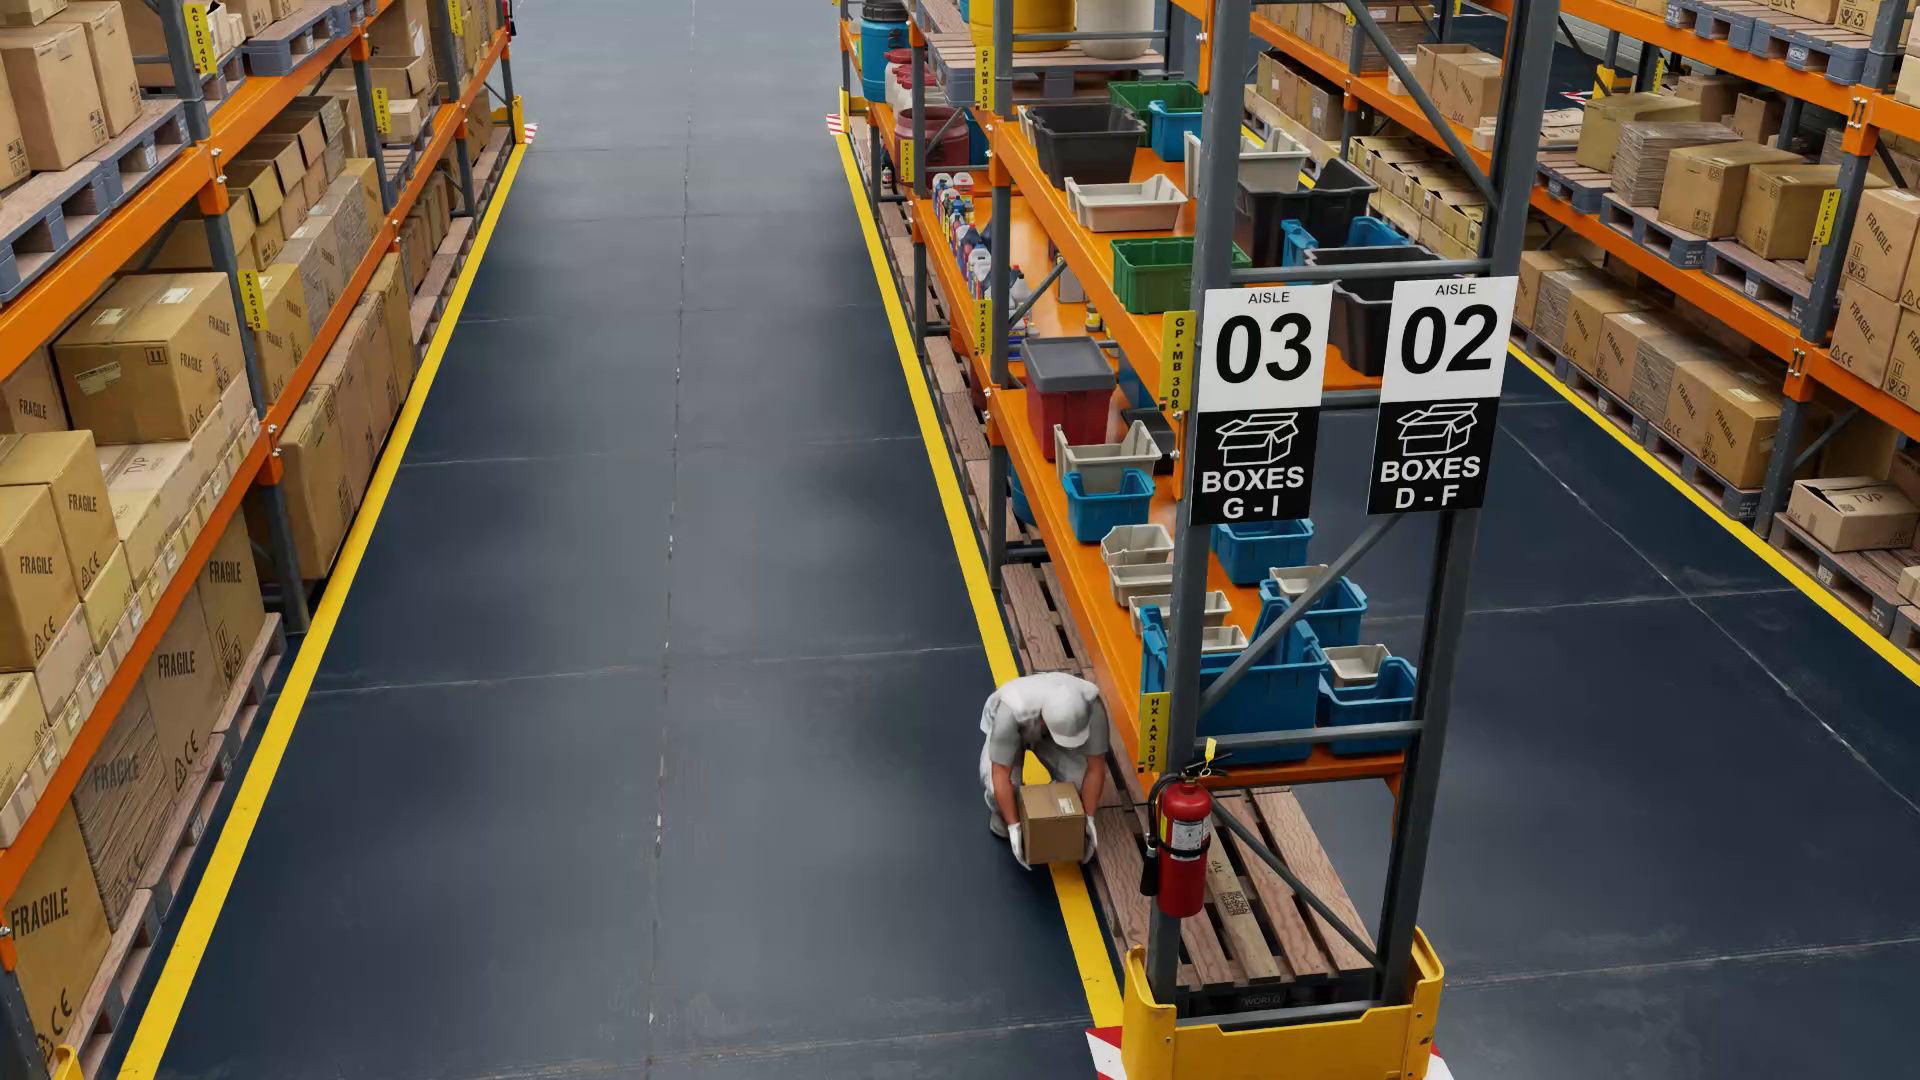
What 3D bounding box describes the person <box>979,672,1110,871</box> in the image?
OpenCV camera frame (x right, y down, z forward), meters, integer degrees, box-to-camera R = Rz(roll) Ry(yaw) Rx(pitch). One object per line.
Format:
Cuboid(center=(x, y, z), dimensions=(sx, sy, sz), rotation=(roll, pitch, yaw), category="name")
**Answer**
Cuboid(center=(0.376, 0.954, 7.598), dimensions=(0.574, 0.992, 0.879), rotation=(-4, 27, -7), category="person")
